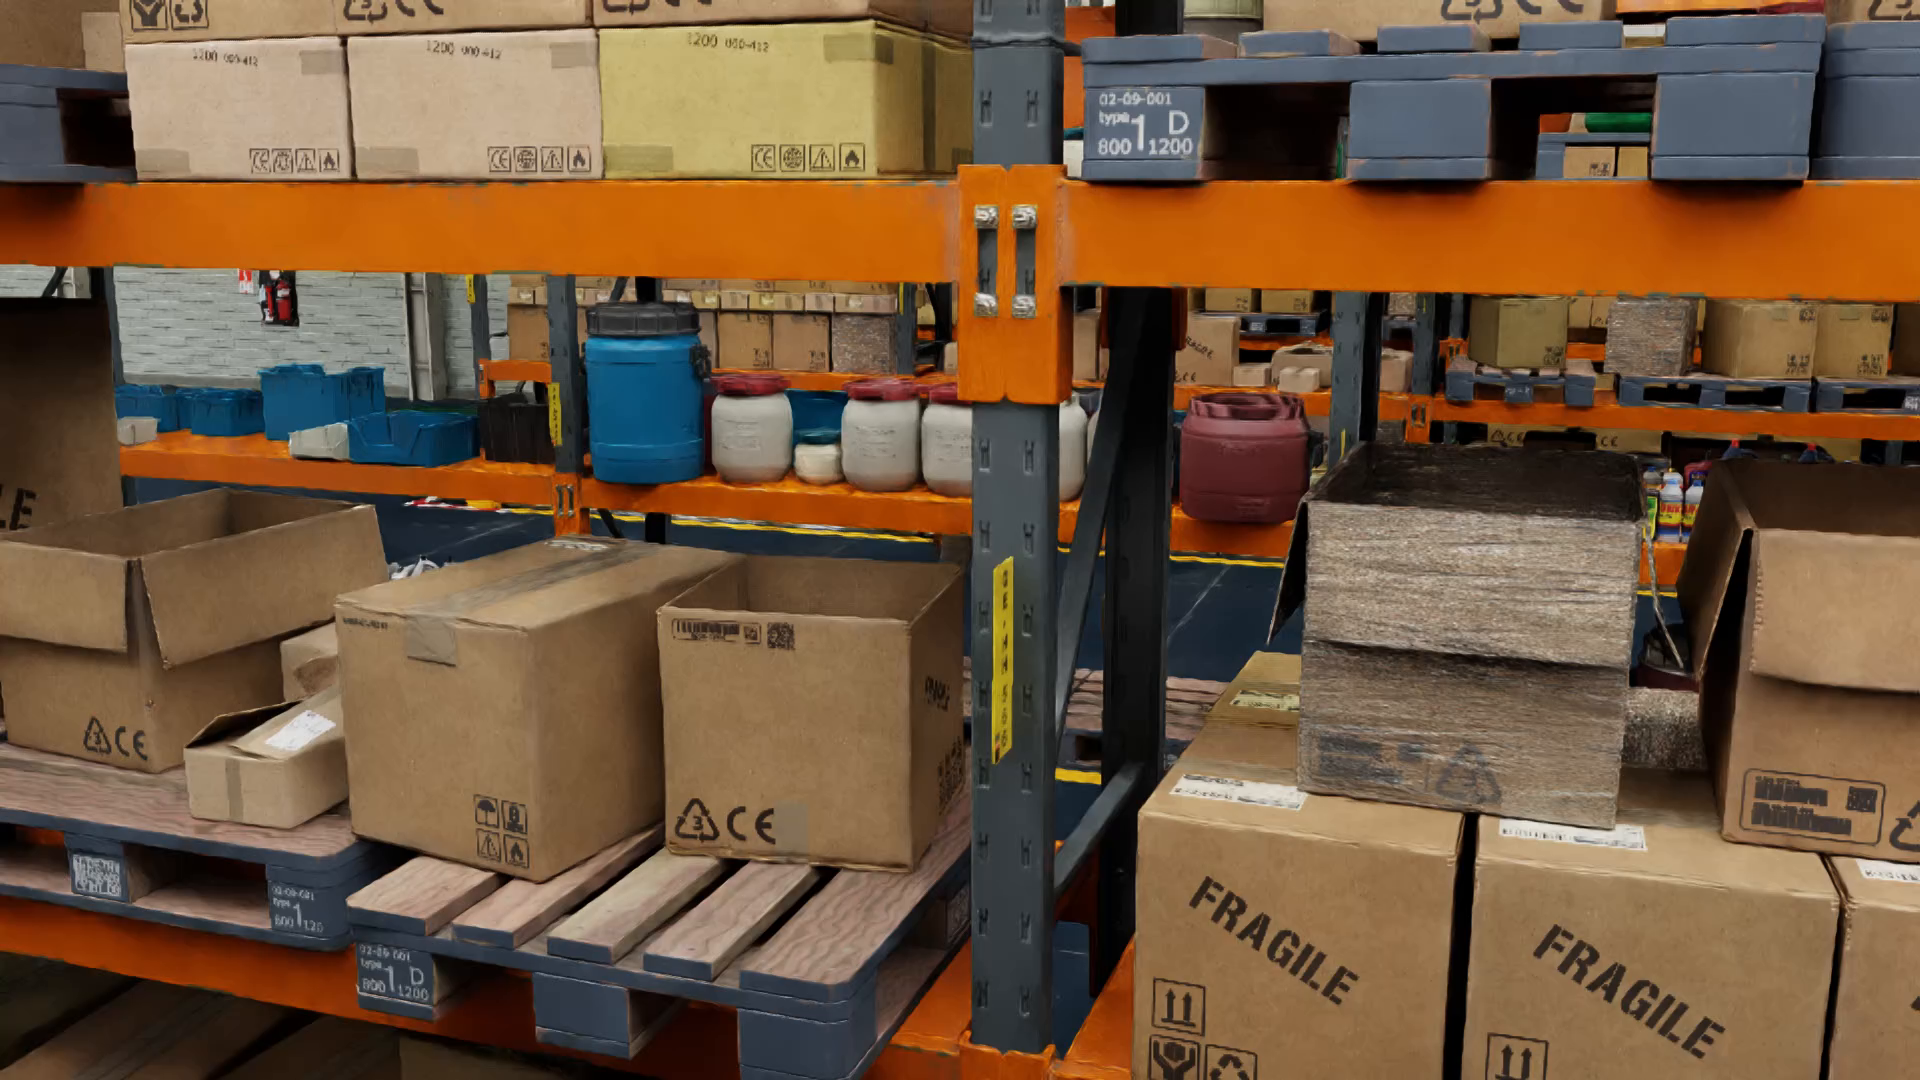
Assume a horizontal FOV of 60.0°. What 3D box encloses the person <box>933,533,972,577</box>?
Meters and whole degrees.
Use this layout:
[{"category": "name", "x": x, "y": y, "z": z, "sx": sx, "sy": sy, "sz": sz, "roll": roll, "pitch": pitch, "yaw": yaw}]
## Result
[{"category": "person", "x": 0.117, "y": -0.083, "z": 9.777, "sx": 0.672, "sy": 1.652, "sz": 0.571, "roll": 5, "pitch": 13, "yaw": 24}]
